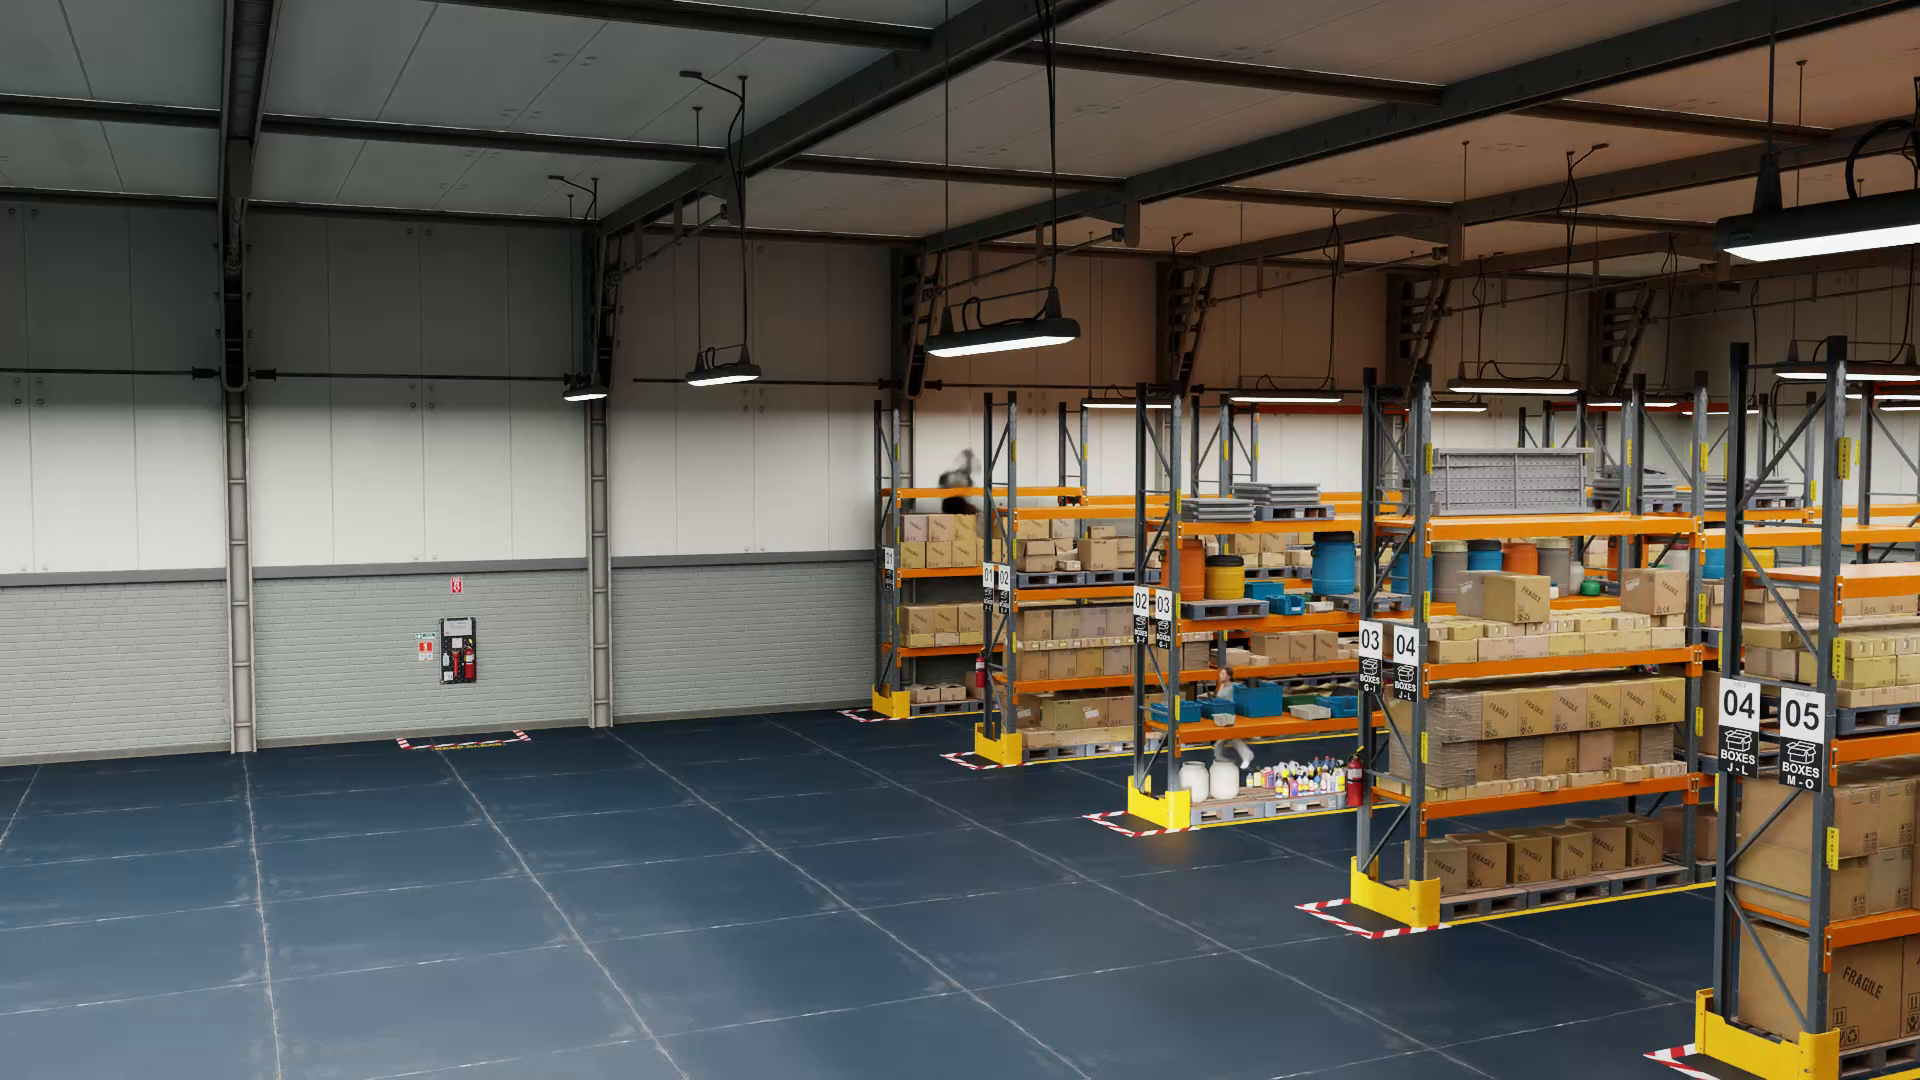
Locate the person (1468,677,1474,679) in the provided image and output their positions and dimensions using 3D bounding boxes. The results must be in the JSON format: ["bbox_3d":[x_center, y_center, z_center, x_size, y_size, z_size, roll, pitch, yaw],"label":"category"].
[{"bbox_3d":[8.010,2.729,26.758,0.886,1.757,0.698,-2,4,-25],"label":"person"}]

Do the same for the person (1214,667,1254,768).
[{"bbox_3d":[4.255,2.816,25.921,0.853,1.690,0.566,-2,4,-31],"label":"person"}]
